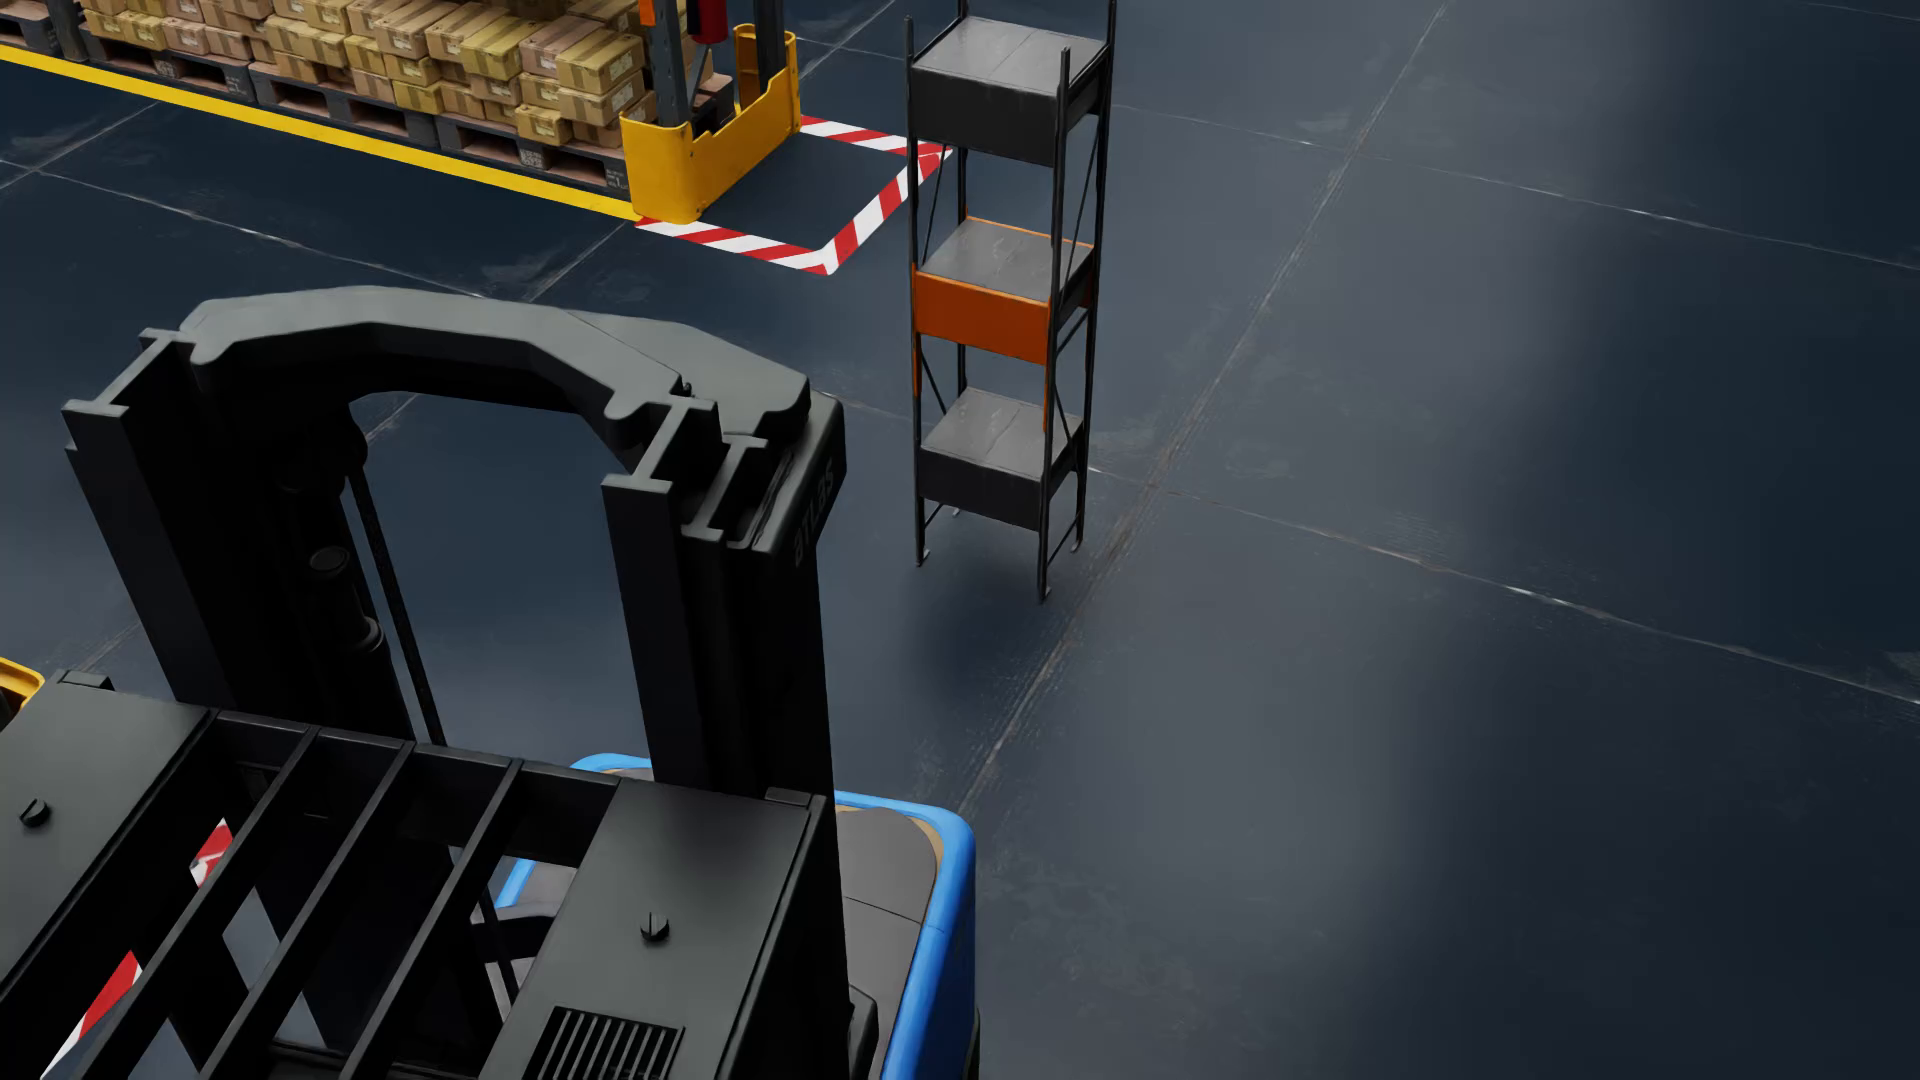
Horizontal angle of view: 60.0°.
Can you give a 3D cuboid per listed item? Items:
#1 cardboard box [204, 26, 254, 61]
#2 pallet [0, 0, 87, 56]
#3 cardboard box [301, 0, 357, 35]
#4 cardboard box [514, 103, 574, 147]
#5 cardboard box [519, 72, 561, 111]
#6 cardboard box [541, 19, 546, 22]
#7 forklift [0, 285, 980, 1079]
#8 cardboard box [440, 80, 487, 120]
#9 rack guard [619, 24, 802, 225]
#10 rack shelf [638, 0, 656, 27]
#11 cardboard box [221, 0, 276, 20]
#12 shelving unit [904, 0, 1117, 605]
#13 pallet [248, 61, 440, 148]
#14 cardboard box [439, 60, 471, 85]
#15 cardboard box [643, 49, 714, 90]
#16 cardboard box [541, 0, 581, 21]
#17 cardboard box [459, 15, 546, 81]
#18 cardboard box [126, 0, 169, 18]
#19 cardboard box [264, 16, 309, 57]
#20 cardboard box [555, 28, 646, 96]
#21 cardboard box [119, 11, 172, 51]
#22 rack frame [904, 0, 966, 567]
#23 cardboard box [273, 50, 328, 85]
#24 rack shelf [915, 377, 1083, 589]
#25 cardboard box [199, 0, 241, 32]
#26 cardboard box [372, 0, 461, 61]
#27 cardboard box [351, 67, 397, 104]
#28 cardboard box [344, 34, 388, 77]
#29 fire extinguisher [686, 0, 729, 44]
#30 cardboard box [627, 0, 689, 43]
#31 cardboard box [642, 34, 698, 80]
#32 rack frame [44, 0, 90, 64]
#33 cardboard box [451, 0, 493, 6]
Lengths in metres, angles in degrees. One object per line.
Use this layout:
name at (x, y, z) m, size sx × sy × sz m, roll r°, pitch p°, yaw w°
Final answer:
cardboard box at (-3.838, -2.754, 8.993) m, size 0.250 × 0.149 × 0.380 m, roll 16°, pitch 43°, yaw 18°
pallet at (-5.478, -3.277, 9.870) m, size 1.213 × 0.211 × 1.003 m, roll 17°, pitch 44°, yaw 19°
cardboard box at (-3.142, -2.756, 8.541) m, size 0.250 × 0.149 × 0.380 m, roll 17°, pitch 44°, yaw 19°
cardboard box at (-1.988, -2.123, 8.265) m, size 0.250 × 0.149 × 0.380 m, roll 18°, pitch 44°, yaw 20°
cardboard box at (-1.960, -2.283, 8.223) m, size 0.250 × 0.149 × 0.380 m, roll 16°, pitch 43°, yaw 18°
cardboard box at (-2.183, -2.760, 8.773) m, size 0.250 × 0.149 × 0.380 m, roll 18°, pitch 44°, yaw 20°
forklift at (-0.758, 1.218, 2.607) m, size 1.130 × 2.935 × 3.031 m, roll 8°, pitch 42°, yaw 9°
cardboard box at (-2.420, -2.308, 8.478) m, size 0.250 × 0.149 × 0.380 m, roll 17°, pitch 44°, yaw 19°
rack guard at (-1.216, -2.085, 8.274) m, size 0.348 × 0.500 × 1.175 m, roll 17°, pitch 44°, yaw 19°
rack shelf at (-2.960, -3.290, 8.305) m, size 4.000 × 0.370 × 1.077 m, roll 17°, pitch 44°, yaw 19°
cardboard box at (-3.631, -2.874, 8.677) m, size 0.250 × 0.149 × 0.380 m, roll 18°, pitch 44°, yaw 20°
shelving unit at (0.150, -0.748, 5.509) m, size 0.503 × 2.100 × 0.431 m, roll 17°, pitch 44°, yaw 19°
pallet at (-3.039, -2.560, 9.043) m, size 1.213 × 0.211 × 1.003 m, roll 17°, pitch 44°, yaw 19°
cardboard box at (-2.418, -2.457, 8.424) m, size 0.250 × 0.149 × 0.380 m, roll 16°, pitch 44°, yaw 18°
cardboard box at (-1.487, -2.425, 8.613) m, size 0.250 × 0.149 × 0.380 m, roll 18°, pitch 44°, yaw 19°
cardboard box at (-1.953, -2.812, 8.606) m, size 0.250 × 0.149 × 0.380 m, roll 17°, pitch 44°, yaw 19°
cardboard box at (-2.226, -2.411, 8.143) m, size 0.250 × 0.149 × 0.380 m, roll 16°, pitch 43°, yaw 18°
cardboard box at (-4.312, -3.003, 9.053) m, size 0.250 × 0.149 × 0.380 m, roll 17°, pitch 44°, yaw 19°
cardboard box at (-3.391, -2.682, 8.684) m, size 0.250 × 0.149 × 0.380 m, roll 17°, pitch 44°, yaw 18°
cardboard box at (-1.734, -2.311, 8.027) m, size 0.250 × 0.149 × 0.380 m, roll 17°, pitch 44°, yaw 19°
cardboard box at (-4.337, -2.832, 9.083) m, size 0.250 × 0.149 × 0.380 m, roll 18°, pitch 44°, yaw 20°
rack frame at (-0.071, -0.815, 5.587) m, size 0.015 × 2.100 × 0.400 m, roll 17°, pitch 44°, yaw 19°
cardboard box at (-3.385, -2.571, 8.782) m, size 0.250 × 0.149 × 0.380 m, roll 16°, pitch 43°, yaw 17°
rack shelf at (0.150, -0.208, 5.977) m, size 0.480 × 0.518 × 0.431 m, roll 17°, pitch 44°, yaw 19°
cardboard box at (-3.832, -2.880, 8.912) m, size 0.250 × 0.149 × 0.380 m, roll 15°, pitch 43°, yaw 16°
cardboard box at (-2.701, -2.561, 8.317) m, size 0.250 × 0.149 × 0.380 m, roll 19°, pitch 44°, yaw 20°
cardboard box at (-2.917, -2.429, 8.618) m, size 0.250 × 0.149 × 0.380 m, roll 18°, pitch 44°, yaw 19°
cardboard box at (-2.917, -2.539, 8.519) m, size 0.250 × 0.149 × 0.380 m, roll 19°, pitch 44°, yaw 21°
fire extinguisher at (-1.114, -2.494, 7.181) m, size 0.183 × 0.674 × 0.296 m, roll 17°, pitch 44°, yaw 19°
cardboard box at (-1.478, -2.661, 8.432) m, size 0.250 × 0.149 × 0.380 m, roll 15°, pitch 43°, yaw 17°
cardboard box at (-1.513, -2.500, 8.472) m, size 0.250 × 0.149 × 0.380 m, roll 19°, pitch 44°, yaw 20°
rack frame at (-4.772, -4.116, 8.708) m, size 0.127 × 3.000 × 1.000 m, roll 17°, pitch 44°, yaw 19°
cardboard box at (-2.460, -2.914, 8.723) m, size 0.250 × 0.149 × 0.380 m, roll 19°, pitch 44°, yaw 20°
